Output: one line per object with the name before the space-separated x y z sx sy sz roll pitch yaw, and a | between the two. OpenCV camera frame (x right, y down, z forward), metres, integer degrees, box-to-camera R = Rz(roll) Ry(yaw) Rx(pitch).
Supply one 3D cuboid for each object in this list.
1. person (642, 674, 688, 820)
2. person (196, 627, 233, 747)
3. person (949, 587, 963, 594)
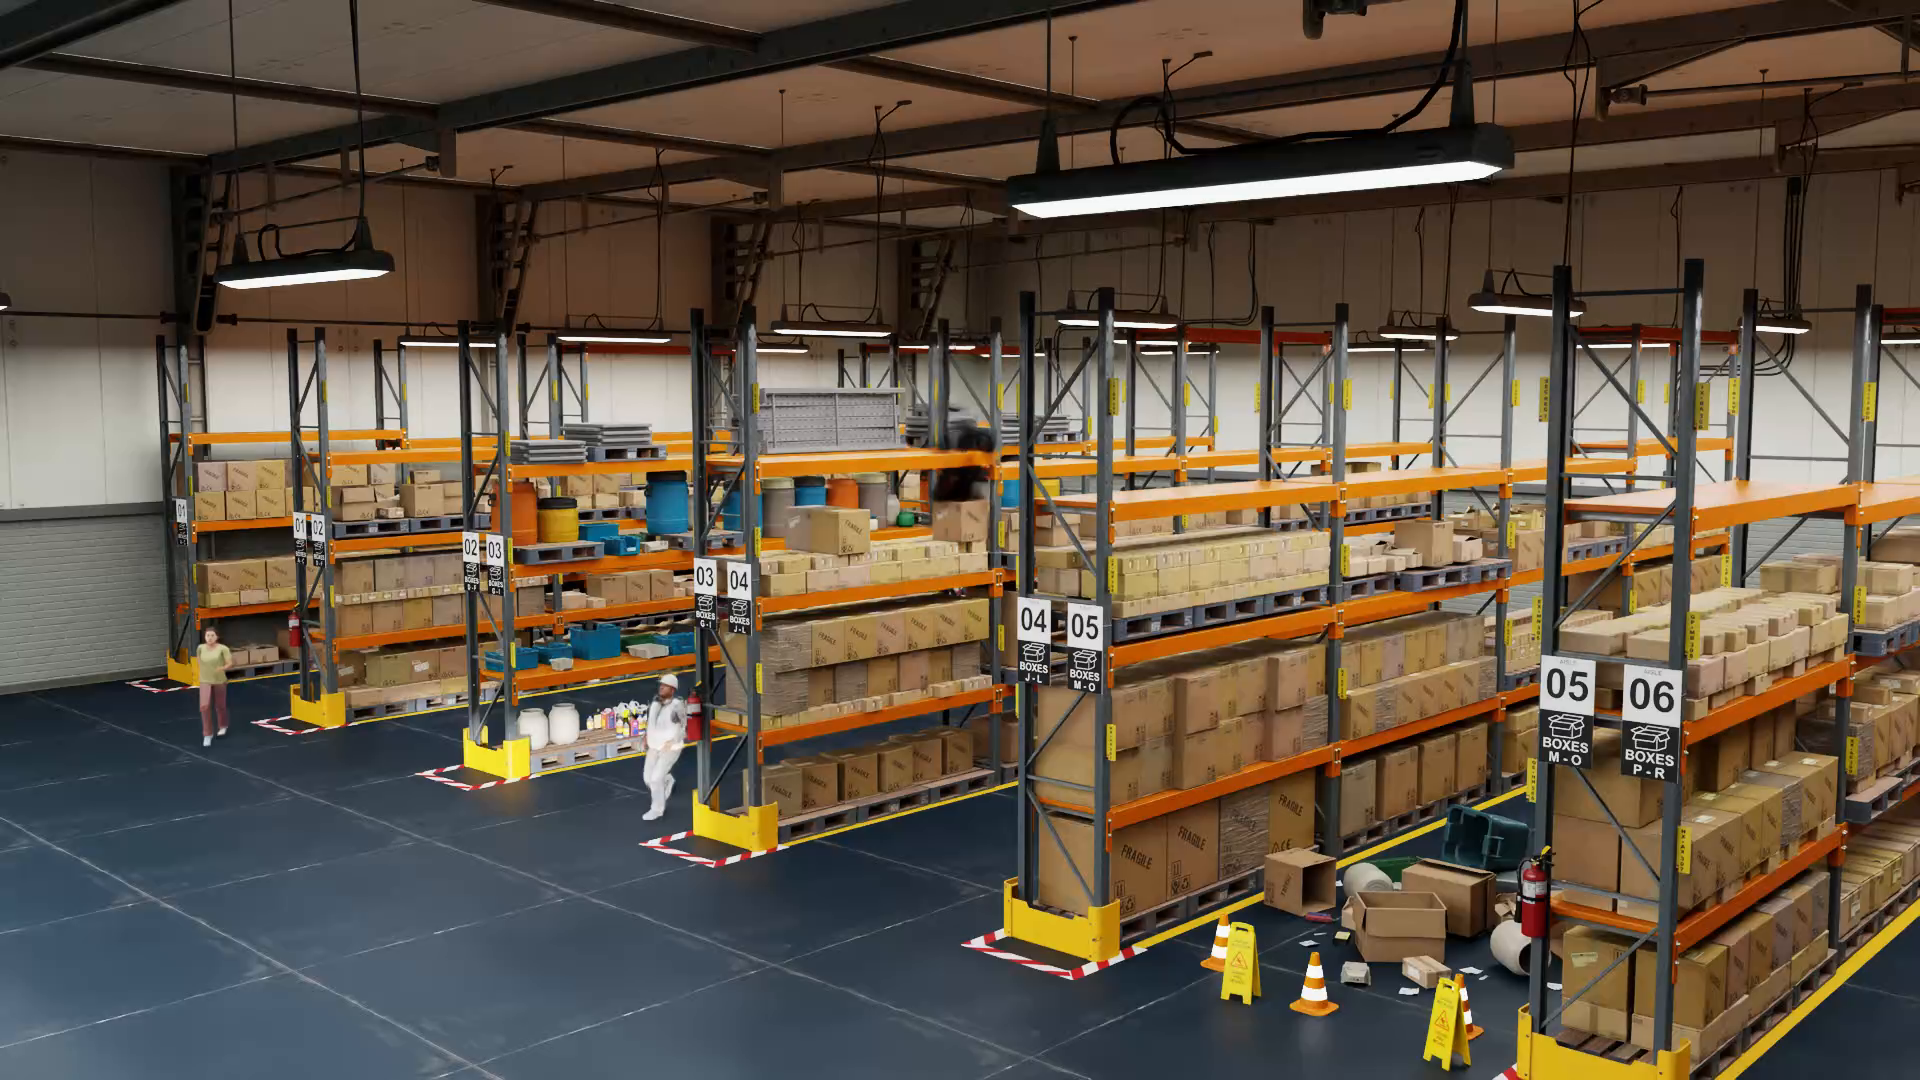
person | -3.458 2.442 19.758 0.670 1.734 0.614 3 6 28
person | -10.774 2.083 24.063 0.515 1.699 0.842 -2 6 -16
person | -0.097 1.367 31.257 0.672 1.806 1.201 5 7 42
